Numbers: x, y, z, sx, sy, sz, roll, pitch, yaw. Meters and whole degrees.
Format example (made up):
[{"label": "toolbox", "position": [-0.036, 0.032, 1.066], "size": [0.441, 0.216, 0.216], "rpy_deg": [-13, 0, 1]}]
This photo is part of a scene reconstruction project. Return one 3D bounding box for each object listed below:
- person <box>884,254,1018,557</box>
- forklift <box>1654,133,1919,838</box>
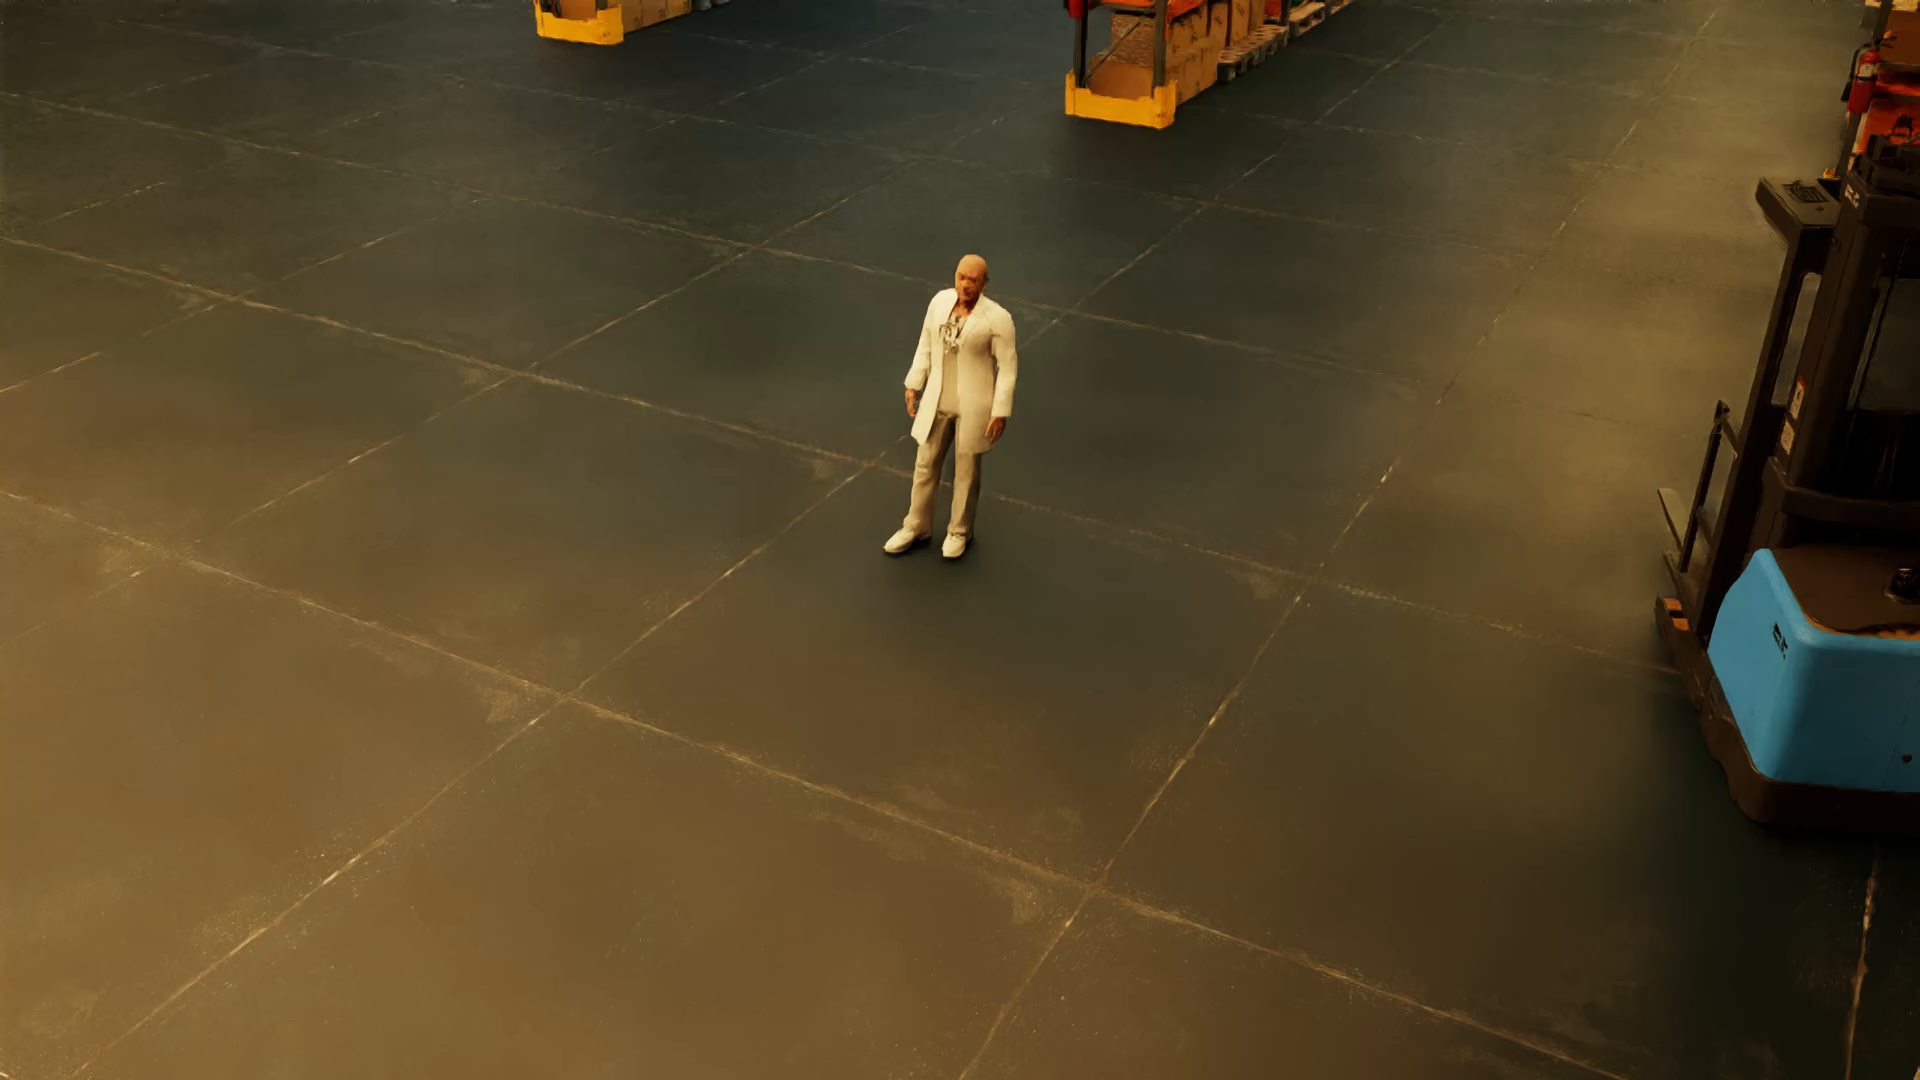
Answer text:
[{"label": "person", "position": [-0.048, -0.737, 9.488], "size": [0.694, 1.776, 0.579], "rpy_deg": [15, 33, 25]}, {"label": "forklift", "position": [4.352, -0.623, 8.149], "size": [1.130, 2.935, 3.031], "rpy_deg": [4, 30, 8]}]
